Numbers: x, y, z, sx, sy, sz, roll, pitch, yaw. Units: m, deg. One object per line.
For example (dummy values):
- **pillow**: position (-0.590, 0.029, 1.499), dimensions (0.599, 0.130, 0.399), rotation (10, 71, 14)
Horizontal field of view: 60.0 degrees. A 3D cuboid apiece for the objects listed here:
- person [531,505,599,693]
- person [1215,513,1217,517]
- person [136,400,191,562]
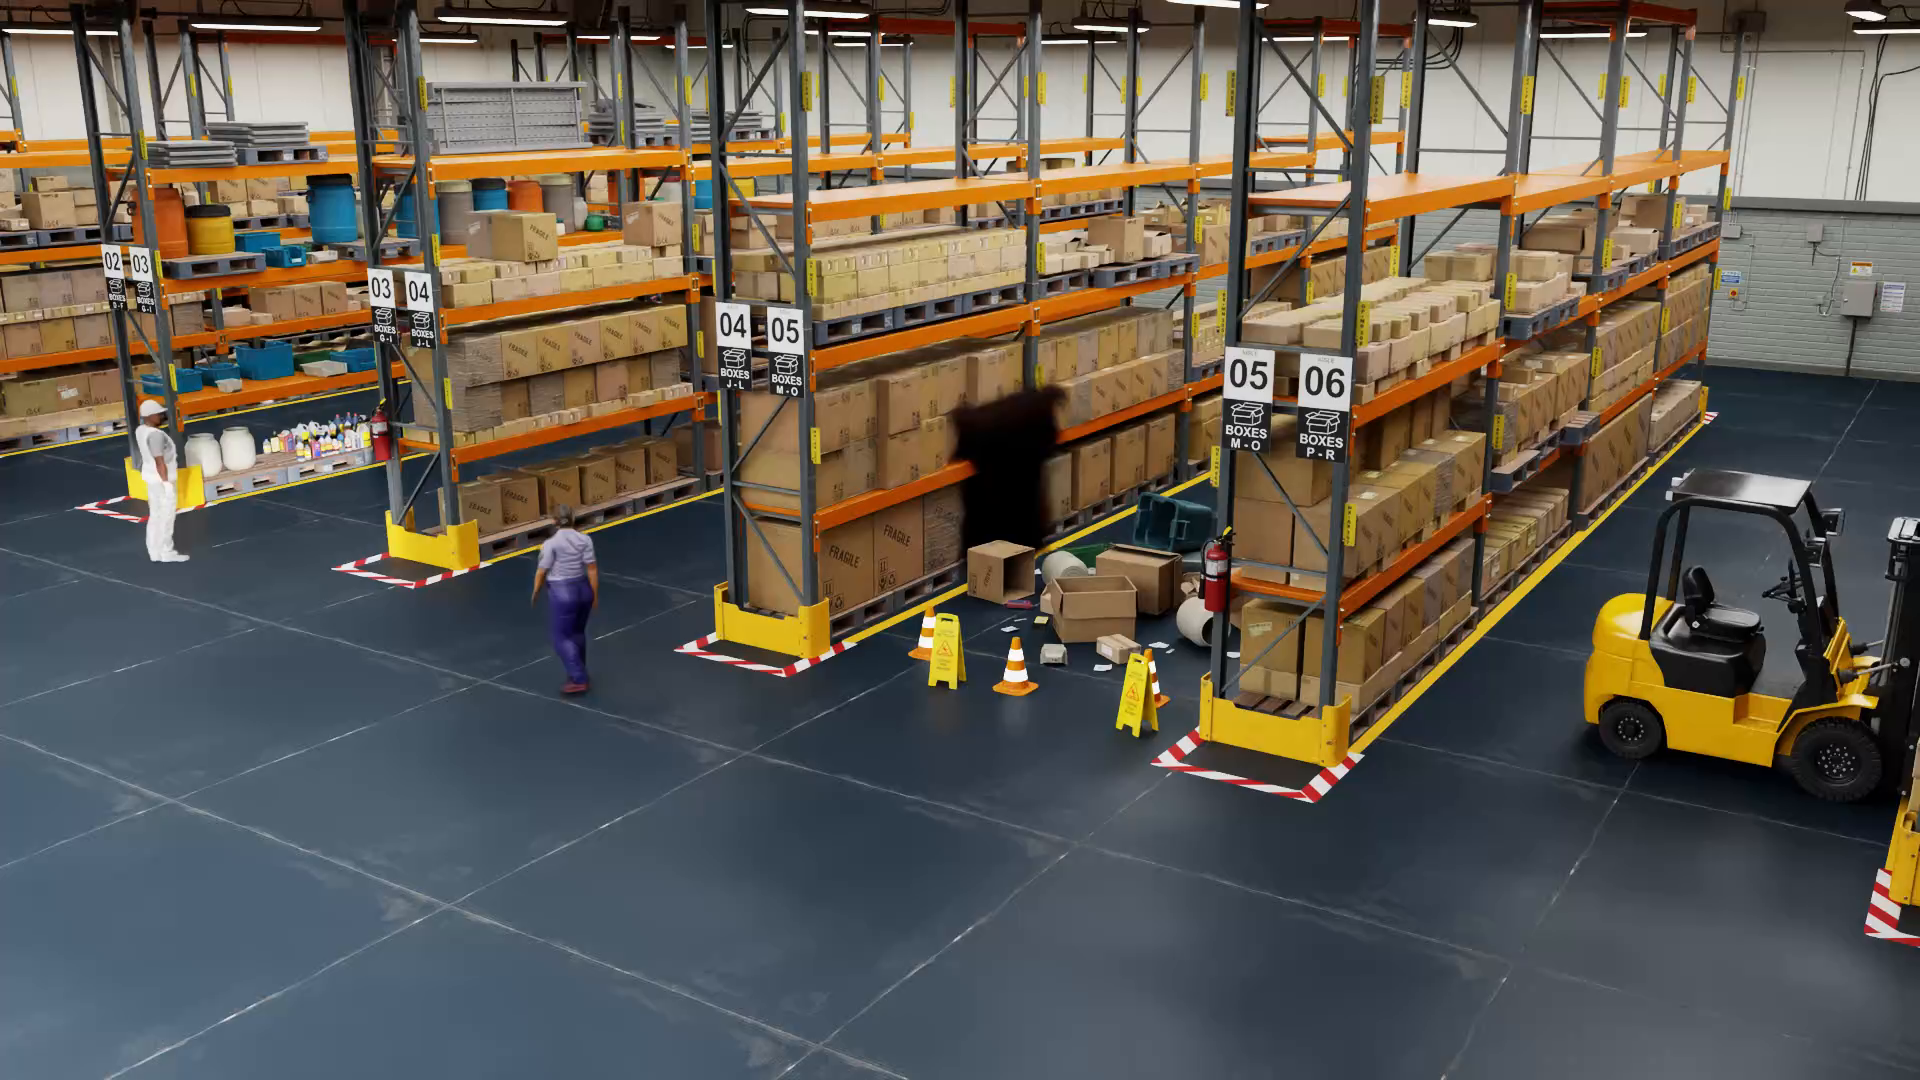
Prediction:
- **person**: position (-3.403, 0.522, 14.352), dimensions (0.528, 1.667, 0.490), rotation (9, 18, 29)
- **person**: position (3.362, -1.126, 20.018), dimensions (0.391, 1.733, 0.553), rotation (11, 19, 35)
- **person**: position (-8.769, -0.638, 18.214), dimensions (0.388, 1.813, 0.639), rotation (-15, 21, -42)
